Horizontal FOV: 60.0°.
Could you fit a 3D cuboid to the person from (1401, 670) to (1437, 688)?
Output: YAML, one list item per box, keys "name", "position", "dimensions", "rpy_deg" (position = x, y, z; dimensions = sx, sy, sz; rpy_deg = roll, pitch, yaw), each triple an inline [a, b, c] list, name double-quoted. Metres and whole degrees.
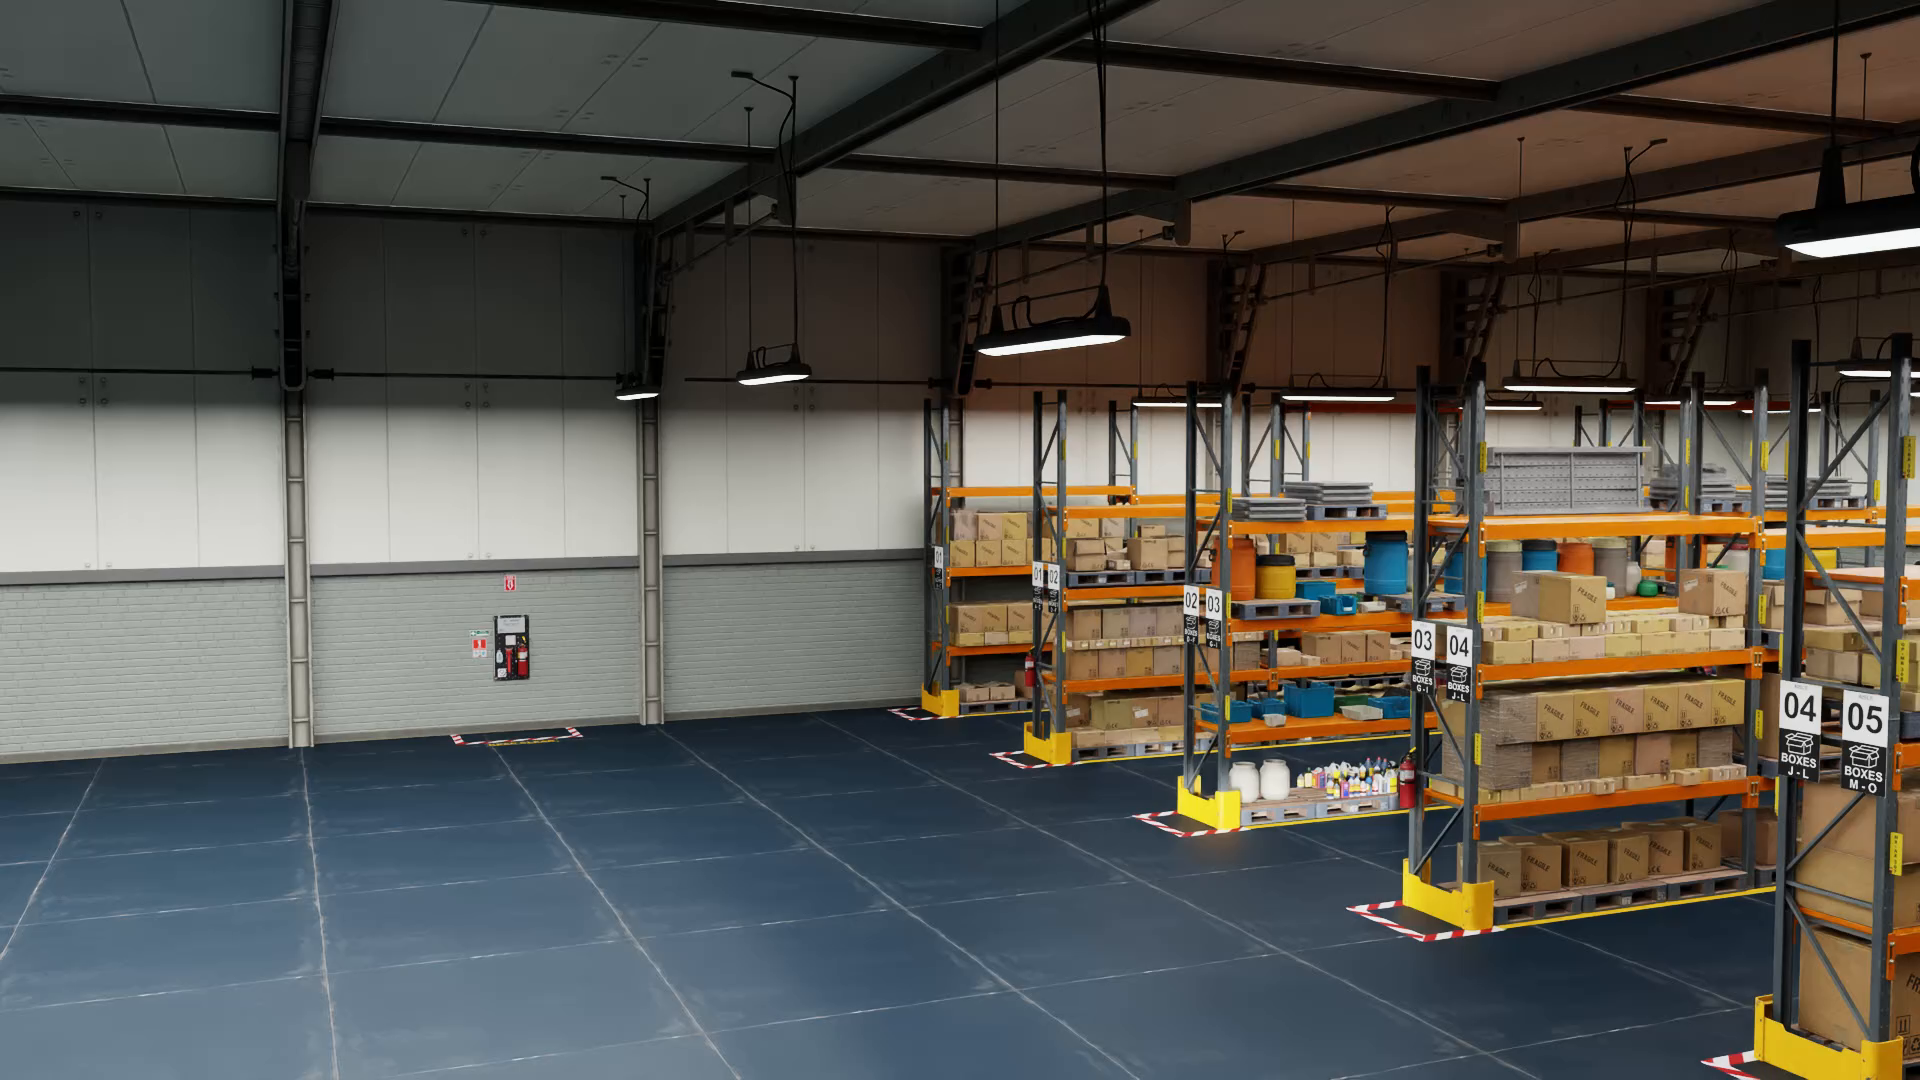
- name: "person"
  position: [9.386, 2.326, 34.058]
  dimensions: [1.044, 1.600, 0.468]
  rpy_deg: [-2, 4, -31]

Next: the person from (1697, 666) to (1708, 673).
- name: "person"
  position: [12.601, 2.631, 28.578]
  dimensions: [1.084, 1.656, 0.565]
  rpy_deg: [-1, 4, -22]
